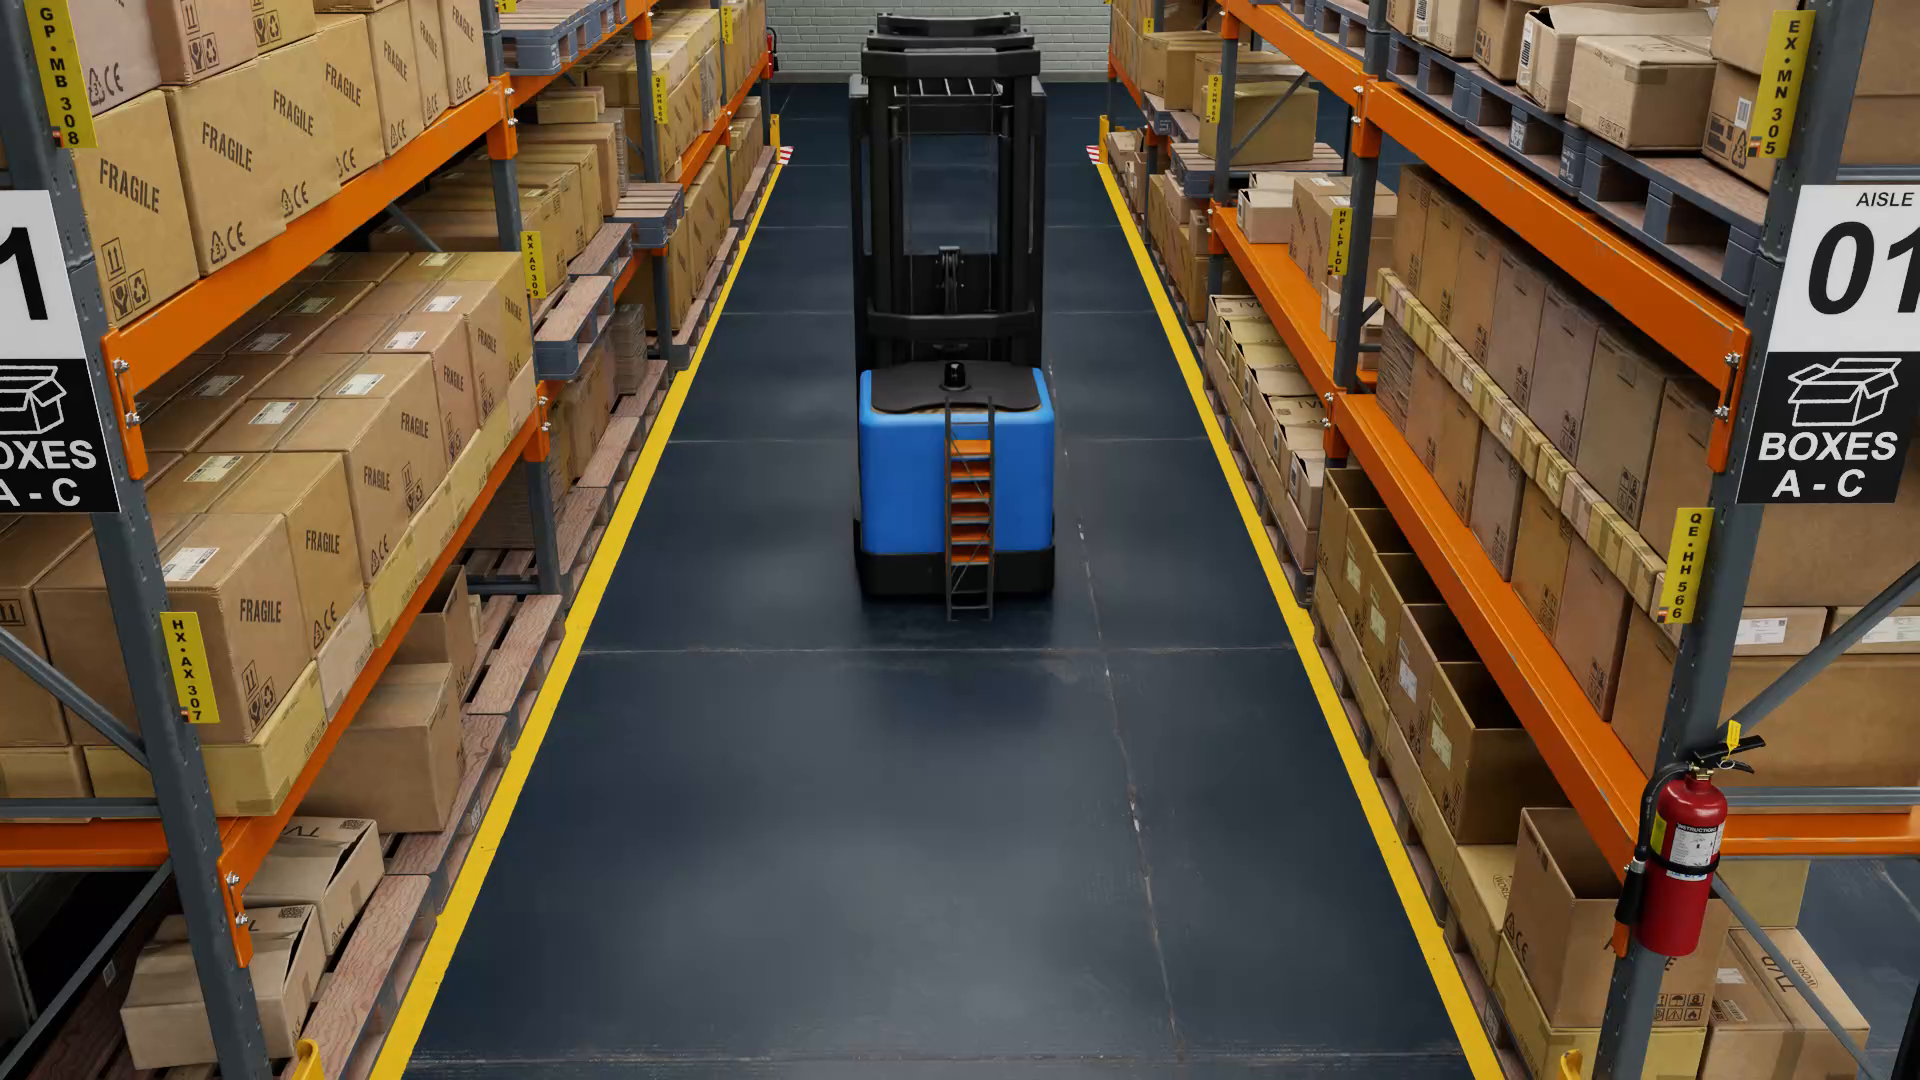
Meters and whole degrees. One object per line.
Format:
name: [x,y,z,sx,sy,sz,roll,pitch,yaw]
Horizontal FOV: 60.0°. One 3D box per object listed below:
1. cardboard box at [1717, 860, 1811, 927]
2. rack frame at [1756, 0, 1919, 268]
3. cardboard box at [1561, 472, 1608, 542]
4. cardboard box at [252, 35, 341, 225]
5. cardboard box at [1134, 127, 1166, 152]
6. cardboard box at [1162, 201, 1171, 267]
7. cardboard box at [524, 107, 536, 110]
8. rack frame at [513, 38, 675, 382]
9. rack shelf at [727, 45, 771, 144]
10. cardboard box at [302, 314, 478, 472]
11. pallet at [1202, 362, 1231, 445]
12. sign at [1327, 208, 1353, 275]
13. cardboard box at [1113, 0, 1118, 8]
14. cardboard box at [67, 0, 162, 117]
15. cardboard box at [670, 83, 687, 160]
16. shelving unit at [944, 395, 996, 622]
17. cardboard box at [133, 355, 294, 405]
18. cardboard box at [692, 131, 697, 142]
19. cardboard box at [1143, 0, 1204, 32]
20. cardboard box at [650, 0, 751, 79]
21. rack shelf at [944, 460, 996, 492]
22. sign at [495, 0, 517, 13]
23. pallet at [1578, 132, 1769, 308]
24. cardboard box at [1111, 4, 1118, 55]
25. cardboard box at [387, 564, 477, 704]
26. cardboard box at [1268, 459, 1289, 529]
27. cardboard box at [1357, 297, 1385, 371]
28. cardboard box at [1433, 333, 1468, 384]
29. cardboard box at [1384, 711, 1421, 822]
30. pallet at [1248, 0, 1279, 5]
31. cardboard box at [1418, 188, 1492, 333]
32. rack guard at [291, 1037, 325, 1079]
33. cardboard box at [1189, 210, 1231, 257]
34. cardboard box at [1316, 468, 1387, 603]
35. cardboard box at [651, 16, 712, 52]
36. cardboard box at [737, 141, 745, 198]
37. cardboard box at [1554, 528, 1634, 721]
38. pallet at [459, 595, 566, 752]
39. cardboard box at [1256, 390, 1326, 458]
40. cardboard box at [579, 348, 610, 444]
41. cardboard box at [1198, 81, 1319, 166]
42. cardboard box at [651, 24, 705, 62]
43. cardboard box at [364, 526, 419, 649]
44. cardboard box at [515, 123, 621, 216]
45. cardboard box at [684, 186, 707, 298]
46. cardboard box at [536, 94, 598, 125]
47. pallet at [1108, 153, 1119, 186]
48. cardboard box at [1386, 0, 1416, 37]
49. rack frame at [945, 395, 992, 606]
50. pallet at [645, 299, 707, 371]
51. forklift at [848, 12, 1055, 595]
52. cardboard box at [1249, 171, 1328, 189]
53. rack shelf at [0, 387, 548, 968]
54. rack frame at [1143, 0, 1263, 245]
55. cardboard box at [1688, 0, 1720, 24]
cardboard box: [2.615,0.999,5.819,0.500,0.500,0.500,0,24,-1]
rack frame: [2.406,-2.027,3.311,1.000,3.000,0.127,0,24,-1]
cardboard box: [2.204,-0.108,5.440,0.380,0.149,0.250,0,24,0]
cardboard box: [-2.281,-1.265,5.122,0.500,0.500,0.500,1,24,2]
cardboard box: [2.250,-4.075,17.616,0.797,0.503,0.637,0,24,-1]
cardboard box: [2.052,-2.673,14.520,0.500,0.500,0.500,0,24,0]
cardboard box: [-2.903,-2.950,12.125,0.500,0.500,0.500,0,24,0]
rack frame: [-2.634,-2.566,11.783,1.000,3.000,0.127,0,24,-1]
rack shelf: [-2.700,-4.710,17.398,1.077,0.370,4.000,0,24,-1]
cardboard box: [-2.270,-0.593,6.670,0.500,0.500,0.500,-1,24,-2]
pallet: [2.289,-0.980,11.660,1.003,0.211,1.213,0,24,-1]
sign: [1.820,-1.426,7.955,0.100,0.325,0.005,0,24,-1]
cardboard box: [1.973,-6.203,18.491,0.500,0.500,0.500,0,24,1]
cardboard box: [-2.309,-1.306,3.999,0.500,0.500,0.500,-2,24,-4]
cardboard box: [-2.380,-3.173,12.620,0.500,0.500,0.500,1,24,1]
shelving unit: [0.049,-0.153,8.631,0.258,1.200,0.189,-1,25,-3]
cardboard box: [-2.776,-0.373,6.183,0.500,0.500,0.500,0,24,0]
cardboard box: [-2.421,-3.447,14.012,0.380,0.149,0.250,-1,24,-2]
cardboard box: [2.011,-4.946,15.712,0.500,0.500,0.500,0,24,0]
cardboard box: [-2.688,-5.175,17.188,0.980,0.700,0.700,-1,24,-3]
rack shelf: [0.049,-0.331,8.548,0.258,0.103,0.180,-1,25,-3]
sign: [-2.048,-2.526,7.427,0.100,0.325,0.005,0,24,-1]
pallet: [2.424,-0.911,4.592,1.003,0.211,1.213,0,24,-1]
cardboard box: [1.973,-5.748,18.697,0.500,0.500,0.500,0,24,1]
cardboard box: [-2.539,0.448,7.618,0.500,0.500,0.500,-2,24,-5]
cardboard box: [2.064,-0.258,9.507,0.500,0.250,0.500,-1,24,-1]
cardboard box: [2.314,-1.076,8.671,0.500,0.250,0.500,1,24,3]
cardboard box: [2.184,-0.750,6.860,0.380,0.149,0.250,-1,24,-2]
cardboard box: [2.077,0.931,6.879,0.500,0.250,0.500,0,24,-1]
pallet: [2.416,-3.591,10.639,1.213,0.211,1.003,1,24,2]
cardboard box: [2.381,-1.187,7.039,0.700,0.500,0.500,0,24,-1]
rack guard: [-2.548,1.838,5.079,1.175,0.500,0.348,0,24,-1]
cardboard box: [2.069,-2.400,13.007,0.500,0.250,0.500,1,24,1]
cardboard box: [2.055,-0.029,8.092,0.500,0.500,0.500,0,24,-1]
cardboard box: [-2.421,-4.344,14.298,0.500,0.250,0.500,0,24,1]
cardboard box: [-2.586,-3.782,16.996,0.700,0.500,0.500,0,24,-1]
cardboard box: [2.403,0.252,5.430,0.700,0.500,0.500,0,24,1]
pallet: [-2.548,0.629,8.102,1.003,0.211,1.213,0,24,-1]
cardboard box: [2.056,-0.721,9.851,0.500,0.311,0.500,0,24,-1]
cardboard box: [-2.651,-0.914,10.629,0.700,0.500,0.500,0,24,-1]
cardboard box: [2.199,-3.086,12.301,0.700,0.500,0.500,-9,26,-18]
cardboard box: [-2.416,-4.134,13.833,0.500,0.250,0.500,0,24,0]
cardboard box: [-2.254,0.163,5.906,0.500,0.250,0.500,-1,24,-1]
cardboard box: [-2.586,-2.388,10.735,0.700,0.500,0.500,-3,24,-6]
cardboard box: [-2.514,-2.442,13.609,0.750,0.750,0.750,0,24,-1]
cardboard box: [-2.582,-2.833,10.931,0.380,0.149,0.250,-4,25,-9]
pallet: [2.242,-4.256,18.904,1.003,0.211,1.213,0,24,-1]
cardboard box: [2.104,-2.400,6.976,0.500,0.500,0.500,2,24,4]
rack frame: [0.045,-0.192,8.713,0.240,1.200,0.006,-1,25,-3]
pallet: [-2.568,-1.621,13.077,1.003,0.211,1.213,0,24,-1]
forklift: [-0.080,-1.607,9.746,1.130,2.935,3.031,-1,24,-2]
cardboard box: [2.279,-2.399,11.522,0.500,0.311,0.500,1,24,3]
rack shelf: [-2.569,0.234,6.465,1.077,0.370,4.000,0,24,-1]
rack frame: [2.275,-4.238,15.480,1.000,3.000,0.127,0,24,-1]
cardboard box: [2.661,-1.646,5.309,0.500,0.500,0.500,0,24,-1]
